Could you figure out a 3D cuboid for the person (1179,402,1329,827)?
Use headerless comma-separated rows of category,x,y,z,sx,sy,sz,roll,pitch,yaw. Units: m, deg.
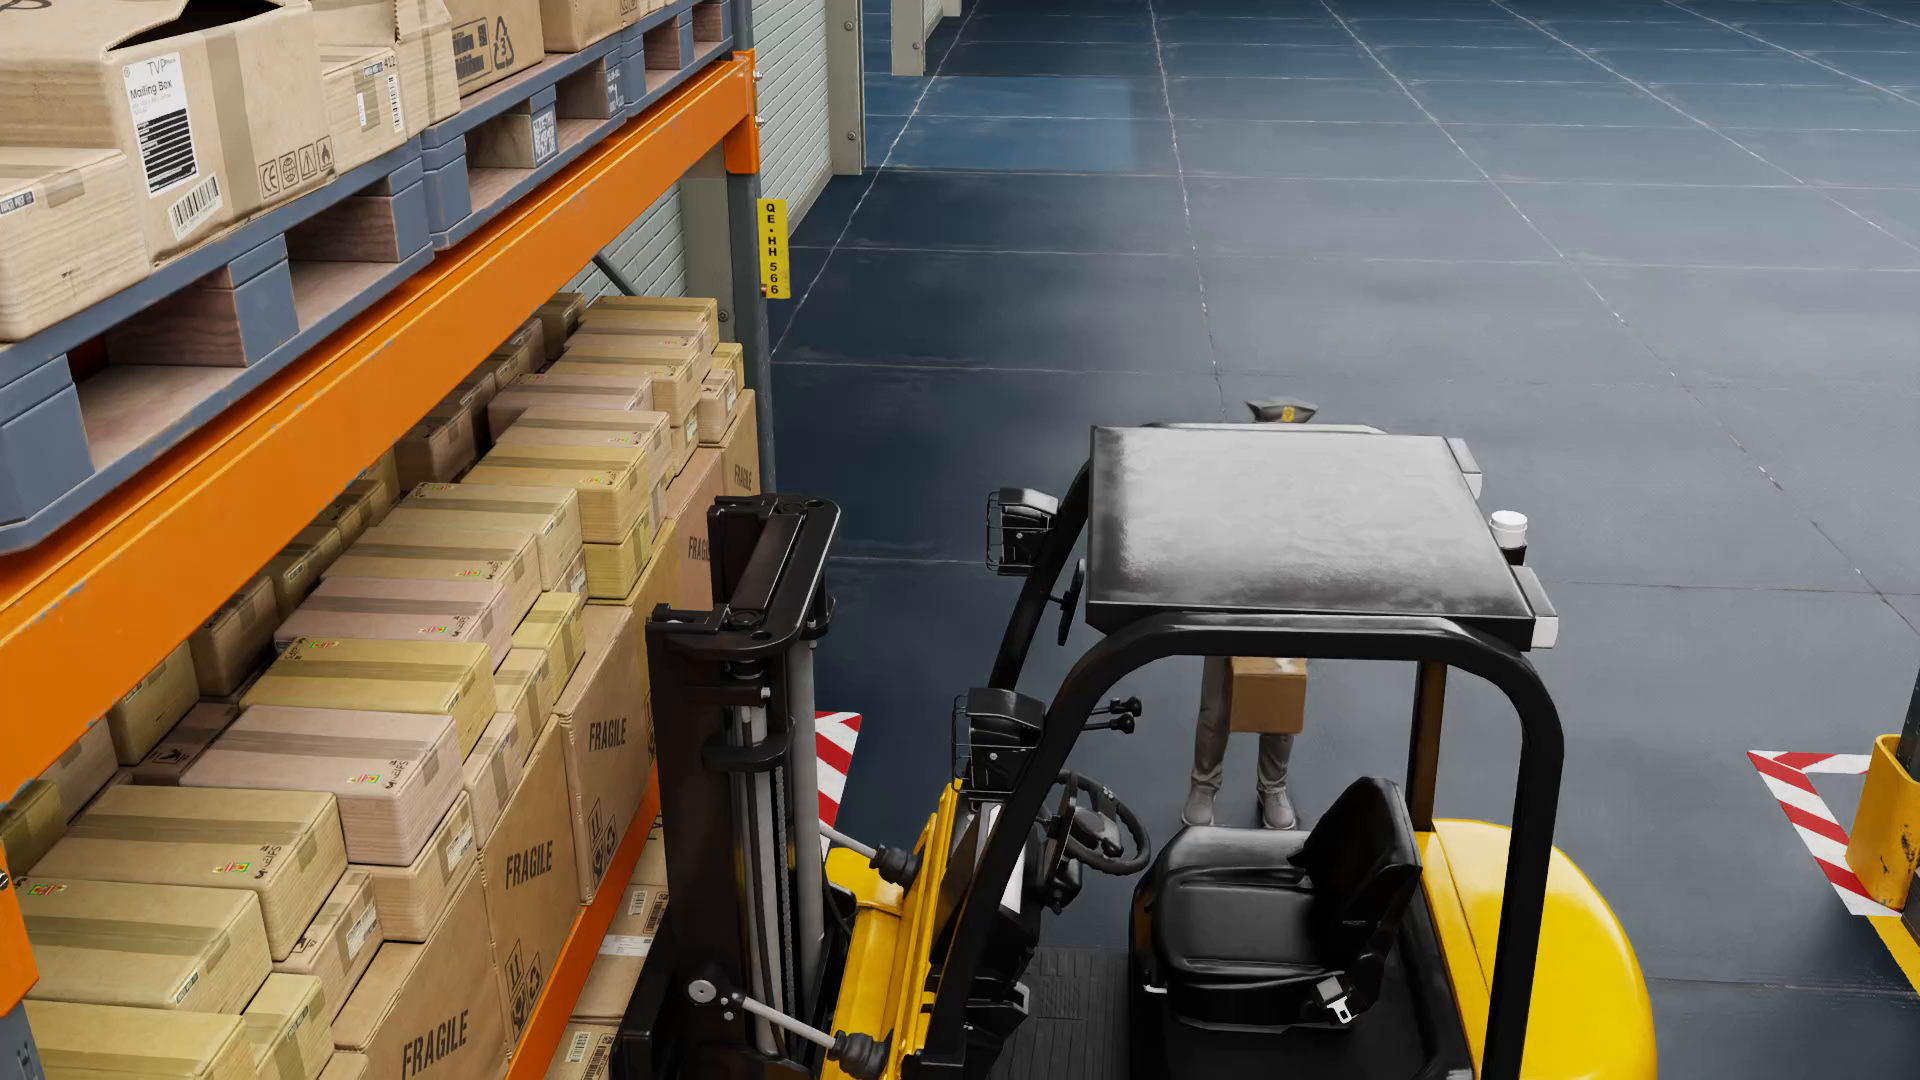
person,1.103,0.276,5.996,0.544,1.666,0.370,1,25,2
